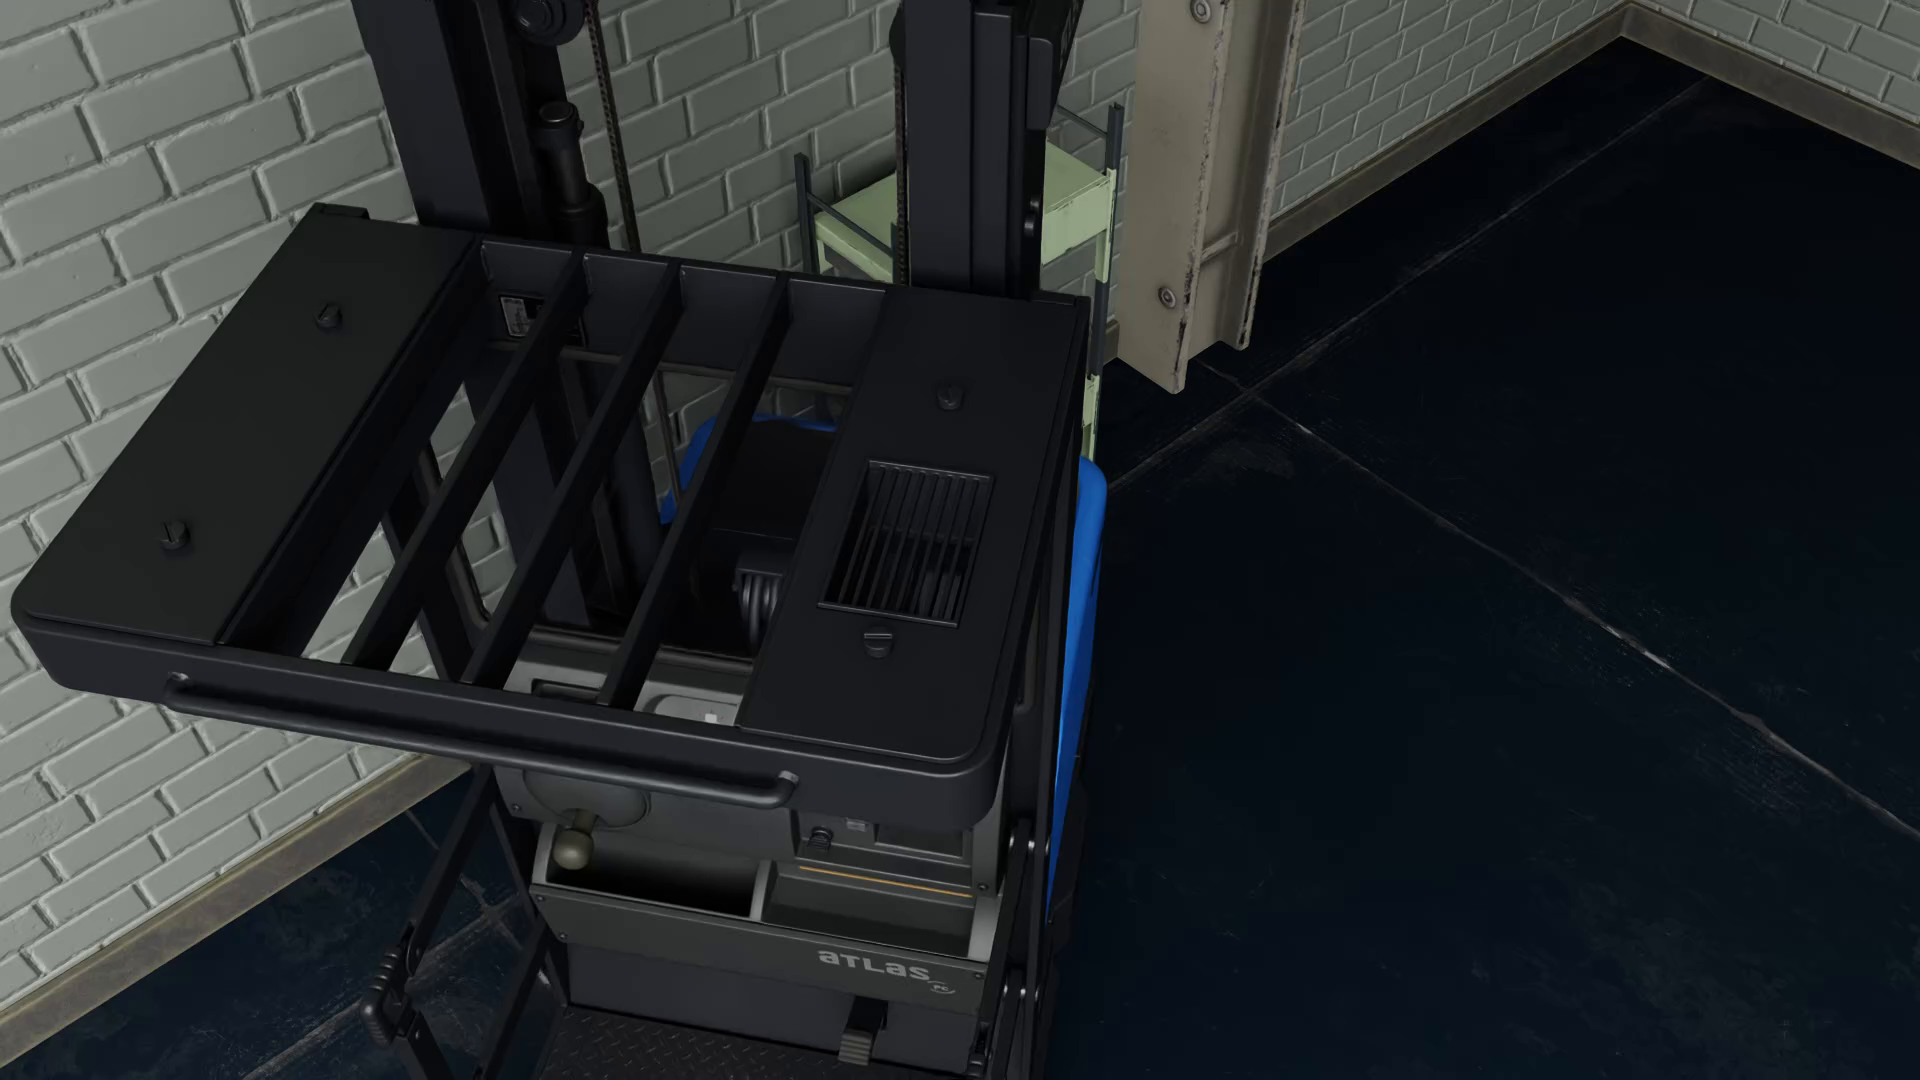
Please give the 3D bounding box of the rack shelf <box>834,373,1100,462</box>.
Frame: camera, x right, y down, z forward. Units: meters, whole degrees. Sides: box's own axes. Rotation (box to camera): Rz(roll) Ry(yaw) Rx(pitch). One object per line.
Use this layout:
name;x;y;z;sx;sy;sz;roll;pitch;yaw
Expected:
rack shelf;0.005;-0.291;4.941;0.720;0.370;0.431;-34;56;-27

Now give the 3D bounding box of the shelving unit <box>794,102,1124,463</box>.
shelving unit;0.005;-0.512;4.702;0.755;1.500;0.431;-34;56;-27

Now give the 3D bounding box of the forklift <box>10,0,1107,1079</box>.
forklift;-0.419;0.526;2.770;1.130;2.935;3.031;8;48;7

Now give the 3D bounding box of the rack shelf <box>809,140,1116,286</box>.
rack shelf;0.005;-0.777;4.415;0.720;0.370;0.431;-34;56;-27

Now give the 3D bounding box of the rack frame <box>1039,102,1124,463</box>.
rack frame;0.276;-0.693;4.869;0.023;1.500;0.400;-34;56;-27

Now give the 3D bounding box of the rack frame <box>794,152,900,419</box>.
rack frame;-0.266;-0.331;4.535;0.023;1.500;0.400;-34;56;-27

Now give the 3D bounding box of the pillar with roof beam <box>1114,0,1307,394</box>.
pillar with roof beam;3.674;-1.390;0.410;0.400;9.000;9.100;-34;56;-27
